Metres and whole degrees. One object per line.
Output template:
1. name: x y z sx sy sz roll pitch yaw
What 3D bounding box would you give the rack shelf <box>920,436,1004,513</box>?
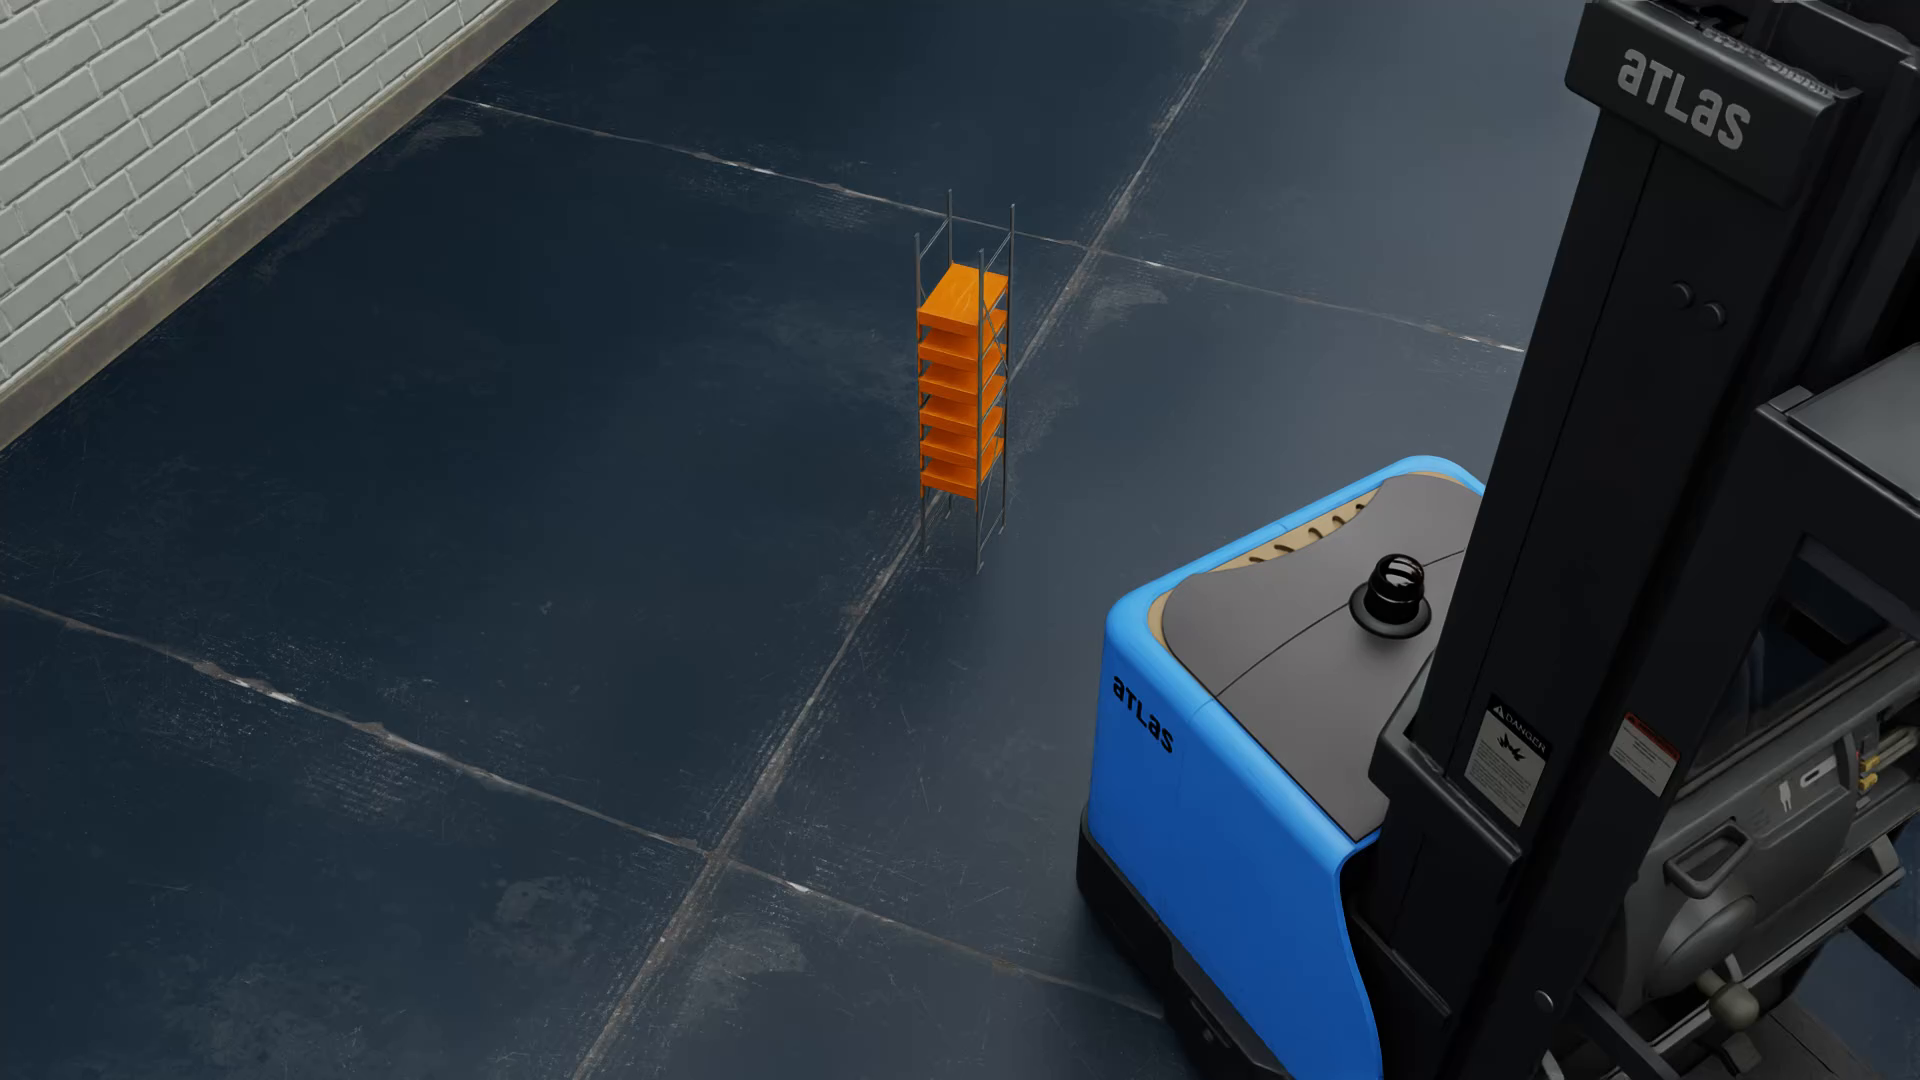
1. rack shelf: 0.013 -0.220 5.023 0.180 0.103 0.258 16 47 16

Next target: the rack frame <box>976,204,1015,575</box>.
1. rack frame: 0.098 -0.397 4.798 0.006 1.200 0.240 16 47 16

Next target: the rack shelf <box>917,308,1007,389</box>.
1. rack shelf: 0.013 -0.560 4.685 0.180 0.103 0.258 16 47 16

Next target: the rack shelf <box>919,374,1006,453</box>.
1. rack shelf: 0.013 -0.390 4.854 0.180 0.103 0.258 16 47 16

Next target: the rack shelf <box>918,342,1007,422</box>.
1. rack shelf: 0.013 -0.475 4.770 0.180 0.103 0.258 16 47 16

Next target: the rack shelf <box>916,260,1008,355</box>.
1. rack shelf: 0.013 -0.645 4.600 0.180 0.103 0.258 16 47 16

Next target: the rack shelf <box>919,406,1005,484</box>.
1. rack shelf: 0.013 -0.305 4.939 0.180 0.103 0.258 16 47 16

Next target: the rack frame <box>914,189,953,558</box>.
1. rack frame: -0.071 -0.446 4.848 0.006 1.200 0.240 16 47 16

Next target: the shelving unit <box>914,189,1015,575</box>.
1. shelving unit: 0.013 -0.421 4.823 0.189 1.200 0.258 16 47 16

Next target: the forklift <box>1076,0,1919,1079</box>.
1. forklift: 1.516 0.555 2.614 1.130 2.935 3.031 -24 50 -22
